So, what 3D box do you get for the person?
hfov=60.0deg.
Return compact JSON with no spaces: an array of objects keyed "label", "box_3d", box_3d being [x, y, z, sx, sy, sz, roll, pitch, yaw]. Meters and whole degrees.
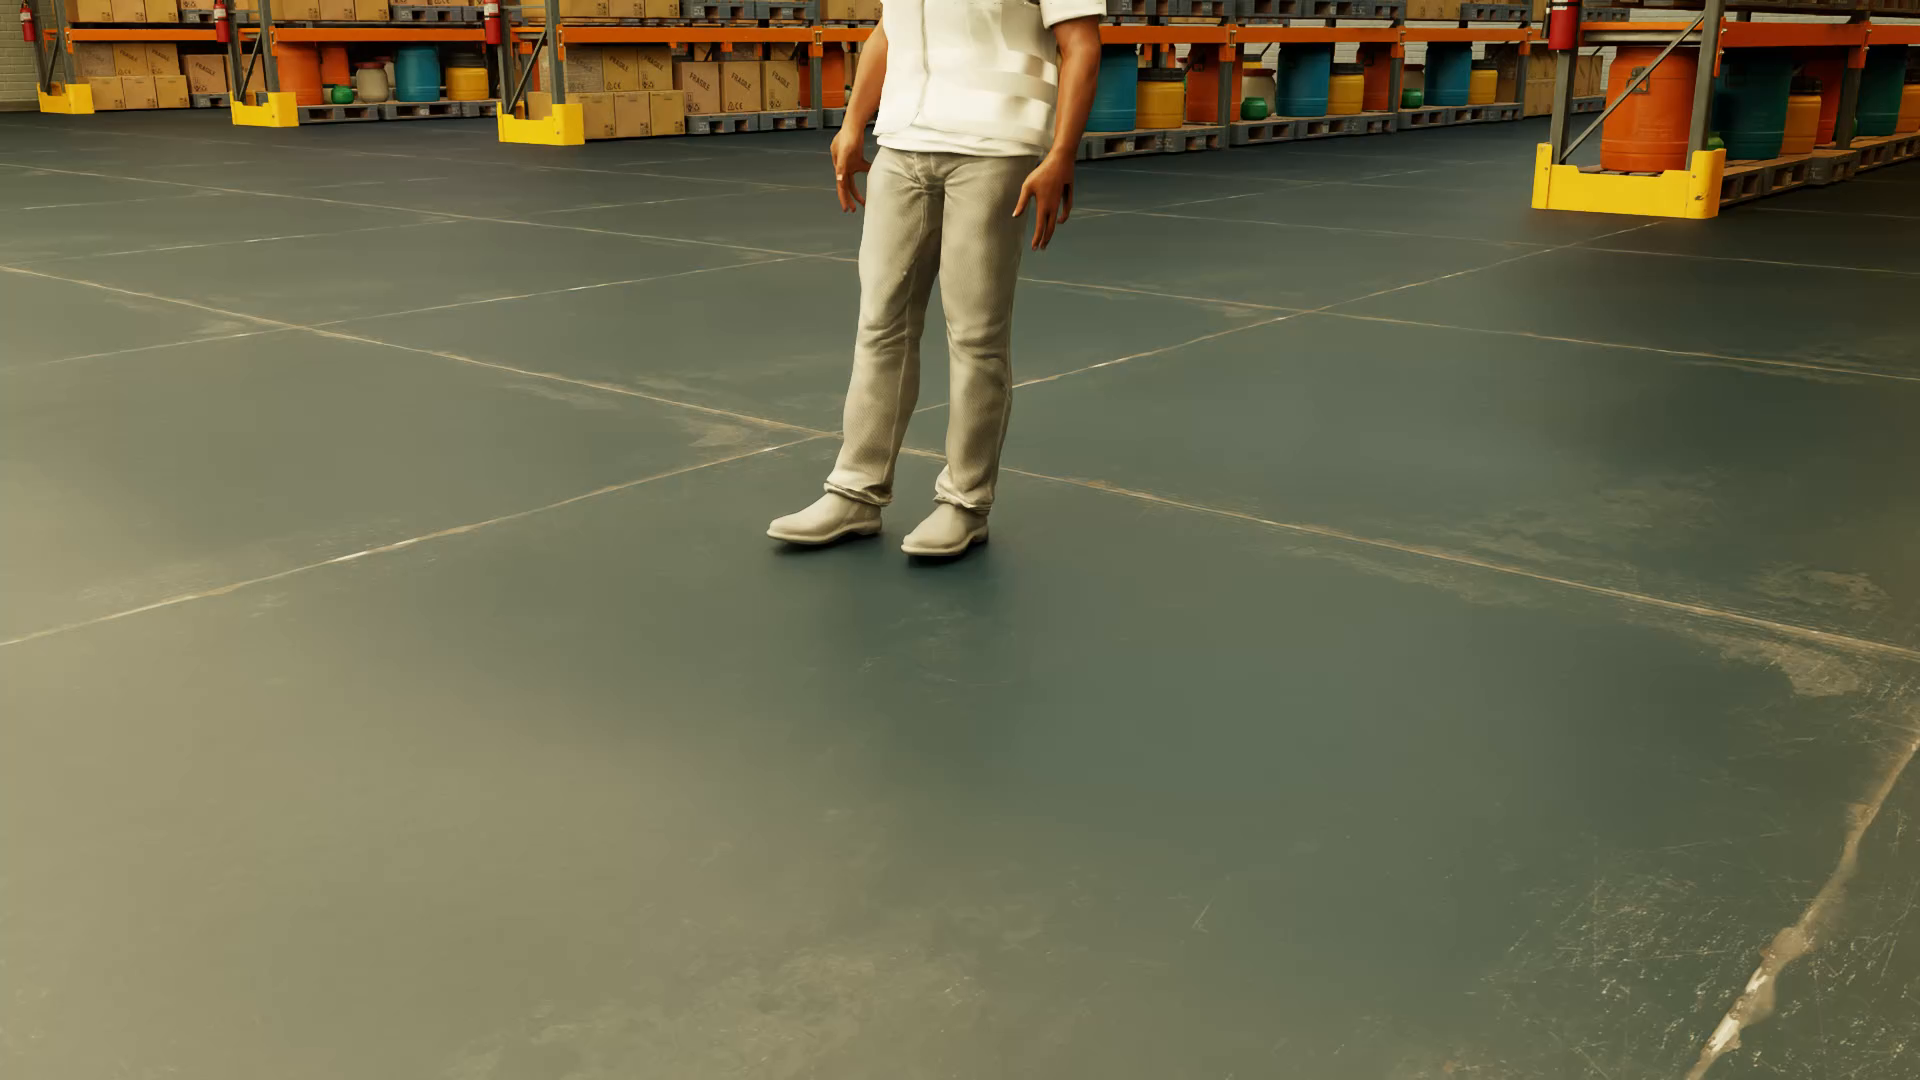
[{"label":"person","box_3d":[-0.049,-0.837,3.635,0.666,1.768,0.575,13,21,37]}]
